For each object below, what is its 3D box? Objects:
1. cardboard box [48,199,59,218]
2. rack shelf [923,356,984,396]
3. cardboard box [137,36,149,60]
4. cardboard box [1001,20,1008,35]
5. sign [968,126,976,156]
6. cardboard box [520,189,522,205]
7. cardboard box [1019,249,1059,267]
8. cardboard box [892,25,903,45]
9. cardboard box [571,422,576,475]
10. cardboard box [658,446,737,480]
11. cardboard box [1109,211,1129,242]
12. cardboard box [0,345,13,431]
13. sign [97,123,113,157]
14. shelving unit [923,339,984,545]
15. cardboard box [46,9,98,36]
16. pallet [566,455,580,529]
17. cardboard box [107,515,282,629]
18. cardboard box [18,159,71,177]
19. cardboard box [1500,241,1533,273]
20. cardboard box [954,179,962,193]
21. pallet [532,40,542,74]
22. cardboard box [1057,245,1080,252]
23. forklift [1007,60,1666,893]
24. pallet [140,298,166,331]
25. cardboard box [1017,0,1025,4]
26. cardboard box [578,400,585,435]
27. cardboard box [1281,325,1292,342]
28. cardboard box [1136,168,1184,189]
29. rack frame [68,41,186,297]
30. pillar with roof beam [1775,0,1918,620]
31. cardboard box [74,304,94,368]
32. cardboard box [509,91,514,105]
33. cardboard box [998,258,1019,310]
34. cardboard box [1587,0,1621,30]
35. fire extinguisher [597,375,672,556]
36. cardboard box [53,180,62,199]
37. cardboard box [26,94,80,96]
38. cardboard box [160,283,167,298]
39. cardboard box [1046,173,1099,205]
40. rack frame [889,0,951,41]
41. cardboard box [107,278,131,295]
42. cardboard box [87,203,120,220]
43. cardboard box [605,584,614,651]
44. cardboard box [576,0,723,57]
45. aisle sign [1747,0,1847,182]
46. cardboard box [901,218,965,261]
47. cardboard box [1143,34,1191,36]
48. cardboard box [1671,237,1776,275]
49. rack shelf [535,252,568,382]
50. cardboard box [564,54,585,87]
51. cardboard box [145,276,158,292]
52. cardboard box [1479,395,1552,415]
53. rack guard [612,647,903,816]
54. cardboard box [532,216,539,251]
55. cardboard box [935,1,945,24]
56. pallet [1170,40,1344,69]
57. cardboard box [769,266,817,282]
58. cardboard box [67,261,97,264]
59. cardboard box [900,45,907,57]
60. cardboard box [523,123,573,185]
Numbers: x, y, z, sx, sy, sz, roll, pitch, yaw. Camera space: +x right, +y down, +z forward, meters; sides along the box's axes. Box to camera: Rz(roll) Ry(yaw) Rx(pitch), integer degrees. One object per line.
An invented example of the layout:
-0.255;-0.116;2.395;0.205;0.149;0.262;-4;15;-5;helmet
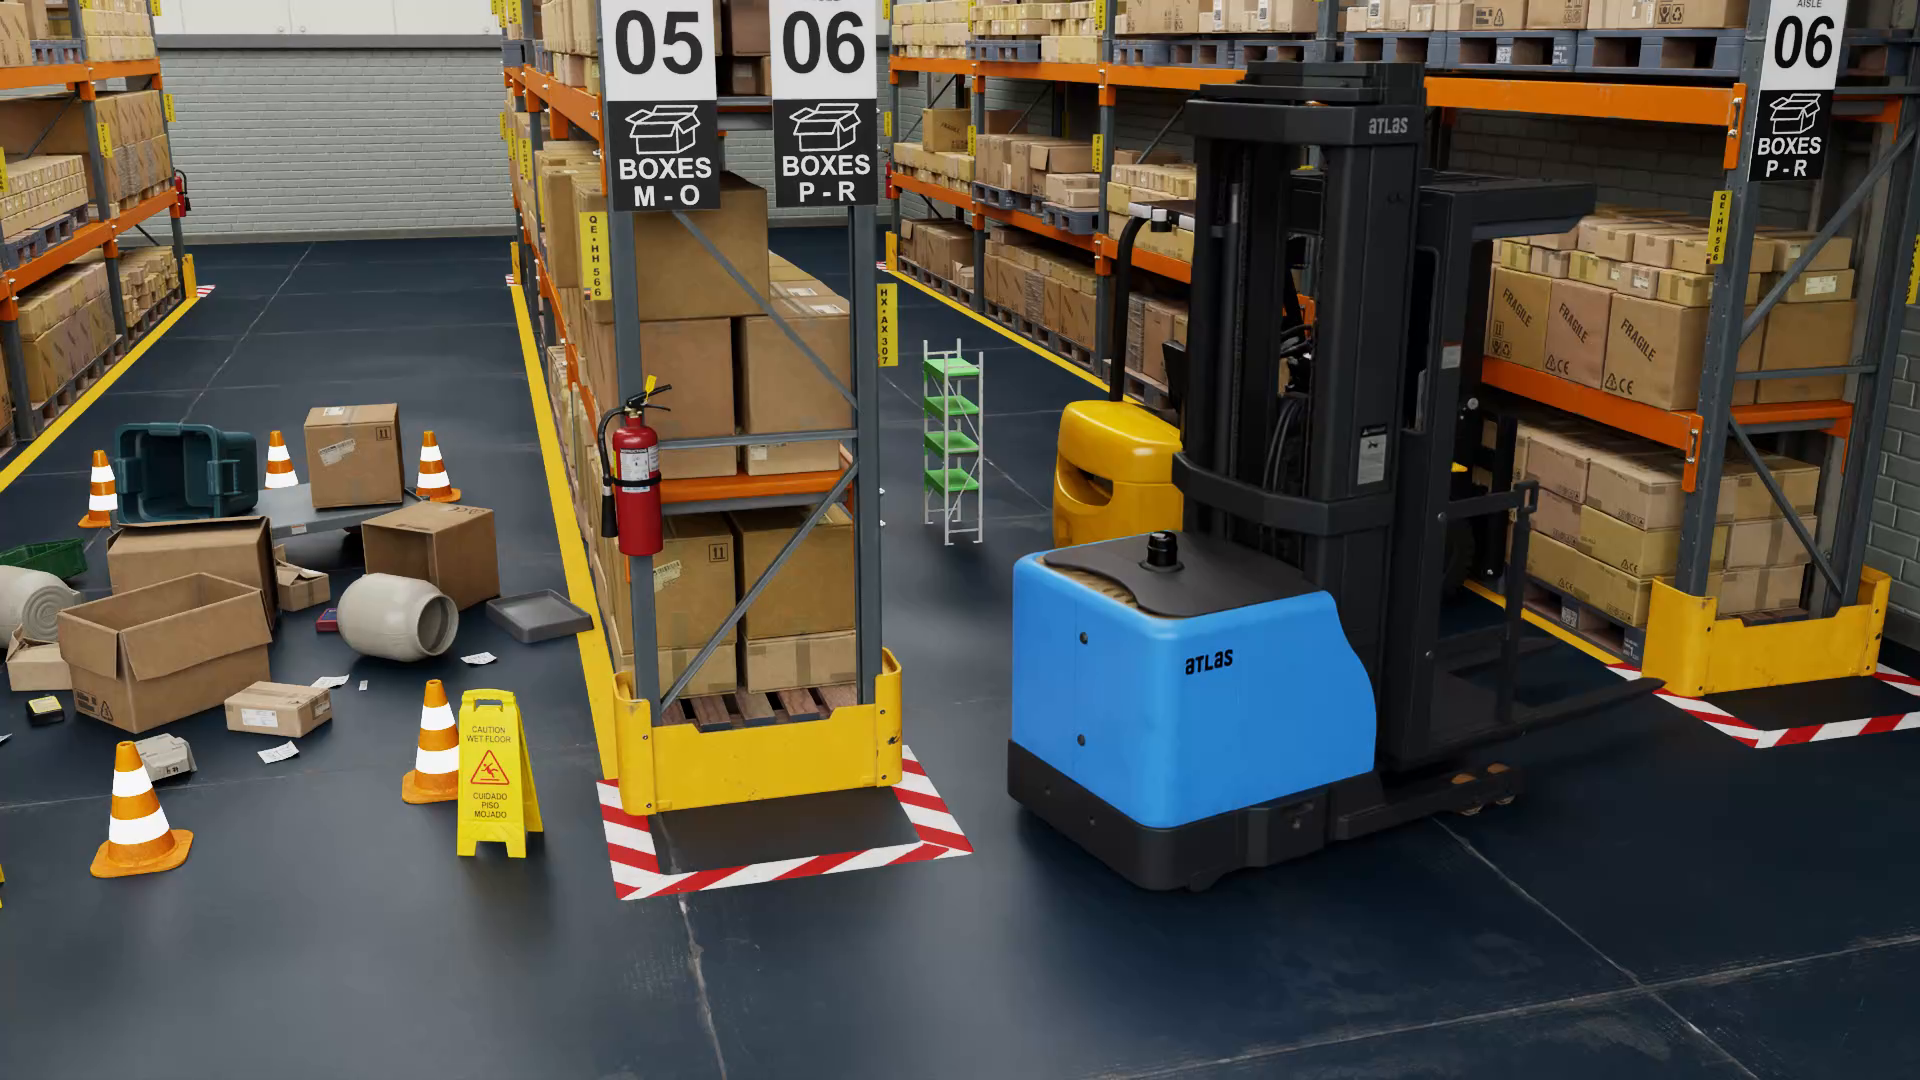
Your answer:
-8.186;-2.915;14.648;0.380;0.149;0.250;-4;17;-13;cardboard box
-0.046;-1.019;10.312;0.258;0.148;0.480;-5;17;-15;rack shelf
-9.420;-5.514;18.641;0.500;0.250;0.500;-5;17;-15;cardboard box
0.639;-5.270;17.100;0.380;0.149;0.250;-5;17;-16;cardboard box
0.137;-4.470;18.616;0.100;0.325;0.005;-5;17;-15;sign
-4.488;-3.863;17.926;0.500;0.500;0.500;-5;17;-15;cardboard box
0.852;-3.008;17.739;0.380;0.149;0.250;-5;17;-15;cardboard box
-0.584;-6.570;21.640;0.500;0.250;0.500;-5;17;-16;cardboard box
-2.063;-0.582;11.013;0.950;0.372;0.625;-4;17;-15;cardboard box
-1.126;-0.354;6.854;0.380;0.149;0.250;-4;17;-13;cardboard box
1.643;-2.781;14.755;0.500;0.250;0.500;-5;17;-15;cardboard box
-7.667;-1.130;12.180;1.050;0.750;0.750;-5;17;-16;cardboard box
-8.314;-3.888;16.167;0.100;0.325;0.005;-5;17;-15;sign
-0.046;-0.620;10.432;0.258;1.200;0.503;-5;17;-15;shelving unit
-8.748;-5.044;16.209;0.500;0.250;0.500;-4;17;-13;cardboard box
-2.132;-0.374;11.331;1.003;0.211;1.213;-5;17;-15;pallet
-3.999;0.199;8.680;0.797;0.637;0.503;-5;17;-15;cardboard box
-8.405;-3.412;15.271;0.380;0.149;0.250;-5;18;-17;cardboard box
3.213;-1.567;9.153;0.380;0.149;0.250;-5;17;-15;cardboard box
0.139;-4.189;19.621;0.380;0.149;0.250;-4;17;-14;cardboard box
-2.272;-3.307;11.360;1.213;0.211;1.003;-5;17;-15;pallet
1.283;-3.129;18.142;0.380;0.149;0.250;-6;18;-18;cardboard box
1.727;-0.409;6.719;3.031;2.935;1.130;-10;19;-29;forklift
-9.404;-2.474;18.320;1.003;0.211;1.213;-5;17;-15;pallet
0.806;-5.928;18.054;0.396;0.266;0.258;-5;17;-16;cardboard box
-1.895;-0.683;9.129;0.380;0.149;0.250;-4;17;-13;cardboard box
2.495;-1.311;12.999;0.875;0.625;0.625;-5;17;-16;cardboard box
1.730;-3.099;14.253;0.380;0.149;0.250;-4;17;-14;cardboard box
-9.946;-4.395;19.868;1.000;3.000;0.127;-5;17;-15;rack frame
0.490;-3.578;6.722;9.100;9.000;0.400;-5;17;-15;pillar with roof beam
-8.124;-1.823;14.922;0.500;0.500;0.500;-5;17;-16;cardboard box
-4.997;-5.099;19.173;0.380;0.149;0.250;-5;17;-17;cardboard box
0.729;-2.807;18.197;0.500;0.500;0.500;-5;17;-16;cardboard box
3.365;-2.678;8.270;0.396;0.266;0.258;-5;17;-15;cardboard box
-1.229;-0.283;6.315;0.296;0.674;0.183;-5;17;-15;fire extinguisher
-8.259;-3.128;14.841;0.380;0.149;0.250;-6;18;-18;cardboard box
-9.668;-4.493;17.767;0.500;0.500;0.500;-5;18;-17;cardboard box
-9.232;-2.825;18.869;0.380;0.149;0.250;-6;18;-18;cardboard box
1.154;-3.390;16.054;0.500;0.250;0.500;-6;18;-18;cardboard box
-0.443;-8.080;21.711;1.000;3.000;0.127;-5;17;-15;rack frame
-8.761;-2.601;17.090;0.380;0.149;0.250;-4;17;-13;cardboard box
-8.610;-3.272;16.568;0.380;0.149;0.250;-4;17;-13;cardboard box
-1.433;0.381;8.018;0.500;0.250;0.500;-5;17;-15;cardboard box
-1.217;-2.016;6.478;0.500;0.250;0.500;-5;17;-16;cardboard box
3.690;-1.985;7.328;0.394;0.787;0.004;-5;17;-15;aisle sign
-0.366;-4.036;22.284;0.797;0.503;0.637;-5;18;-17;cardboard box
1.885;-4.670;15.139;0.380;0.149;0.250;-5;17;-15;cardboard box
3.653;-1.365;7.964;0.380;0.149;0.250;-5;17;-15;cardboard box
-2.466;-1.703;12.159;1.077;0.370;4.000;-5;17;-15;rack shelf
-1.649;-2.202;7.792;0.380;0.149;0.250;-5;17;-16;cardboard box
-9.073;-2.817;18.325;0.380;0.149;0.250;-5;17;-15;cardboard box
3.101;-0.668;9.773;0.500;0.250;0.500;-5;17;-16;cardboard box
-0.838;0.788;6.960;1.175;0.500;0.348;-5;17;-15;rack guard
-3.405;-2.649;14.316;0.500;0.250;0.500;-5;18;-17;cardboard box
0.007;-6.249;19.701;0.500;0.250;0.500;-4;17;-14;cardboard box
2.338;-3.851;13.172;1.003;0.211;1.213;-4;17;-13;pallet
-0.968;-1.015;7.927;0.500;0.500;0.500;-5;17;-16;cardboard box
-9.748;-2.981;18.353;0.380;0.149;0.250;-4;17;-14;cardboard box
-0.579;-6.417;21.824;0.380;0.149;0.250;-4;17;-14;cardboard box
-3.558;-3.391;14.616;0.500;0.500;0.500;-4;17;-14;cardboard box
